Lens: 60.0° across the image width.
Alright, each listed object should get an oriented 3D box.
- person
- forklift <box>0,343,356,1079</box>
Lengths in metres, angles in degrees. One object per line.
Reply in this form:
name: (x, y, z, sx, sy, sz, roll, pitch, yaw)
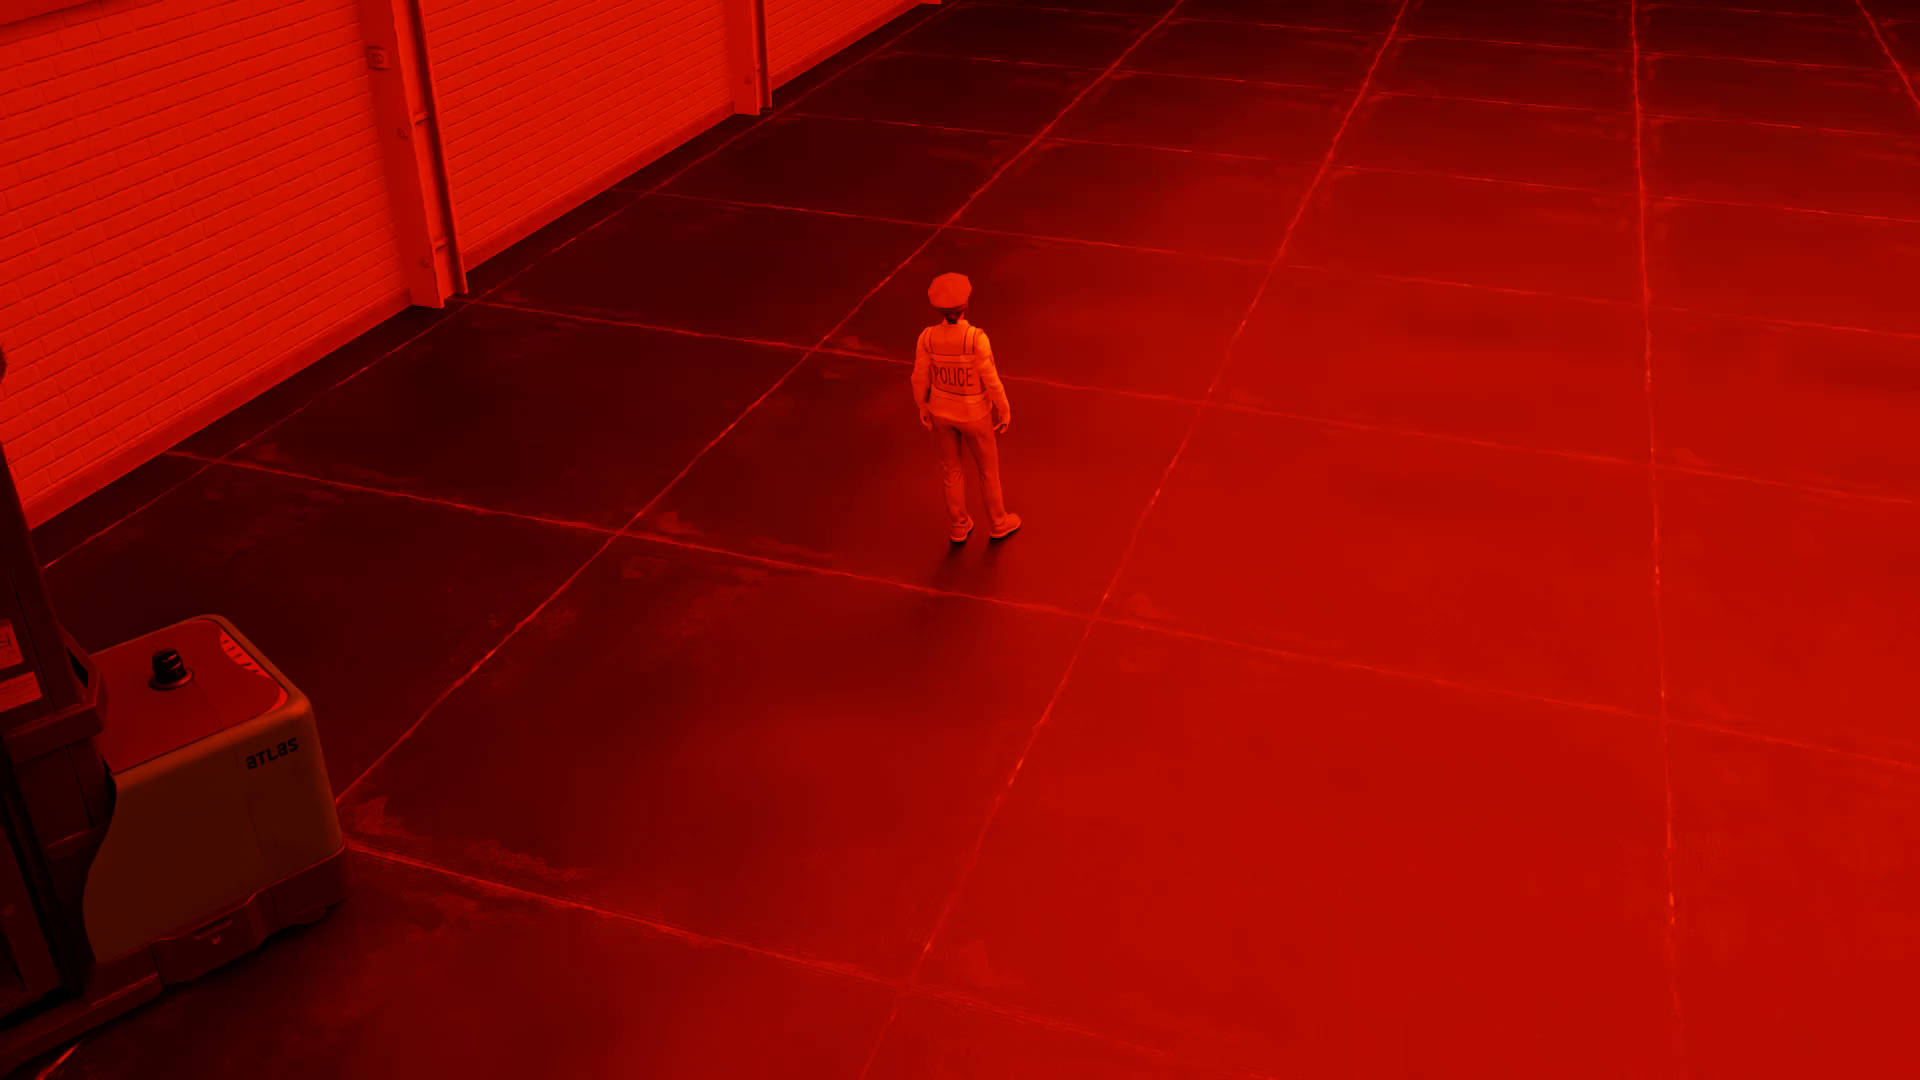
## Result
person: (0.029, -0.774, 9.728, 0.586, 1.694, 0.530, 10, 31, 16)
forklift: (-4.068, 0.637, 6.018, 3.031, 2.935, 1.130, -25, 38, -36)
